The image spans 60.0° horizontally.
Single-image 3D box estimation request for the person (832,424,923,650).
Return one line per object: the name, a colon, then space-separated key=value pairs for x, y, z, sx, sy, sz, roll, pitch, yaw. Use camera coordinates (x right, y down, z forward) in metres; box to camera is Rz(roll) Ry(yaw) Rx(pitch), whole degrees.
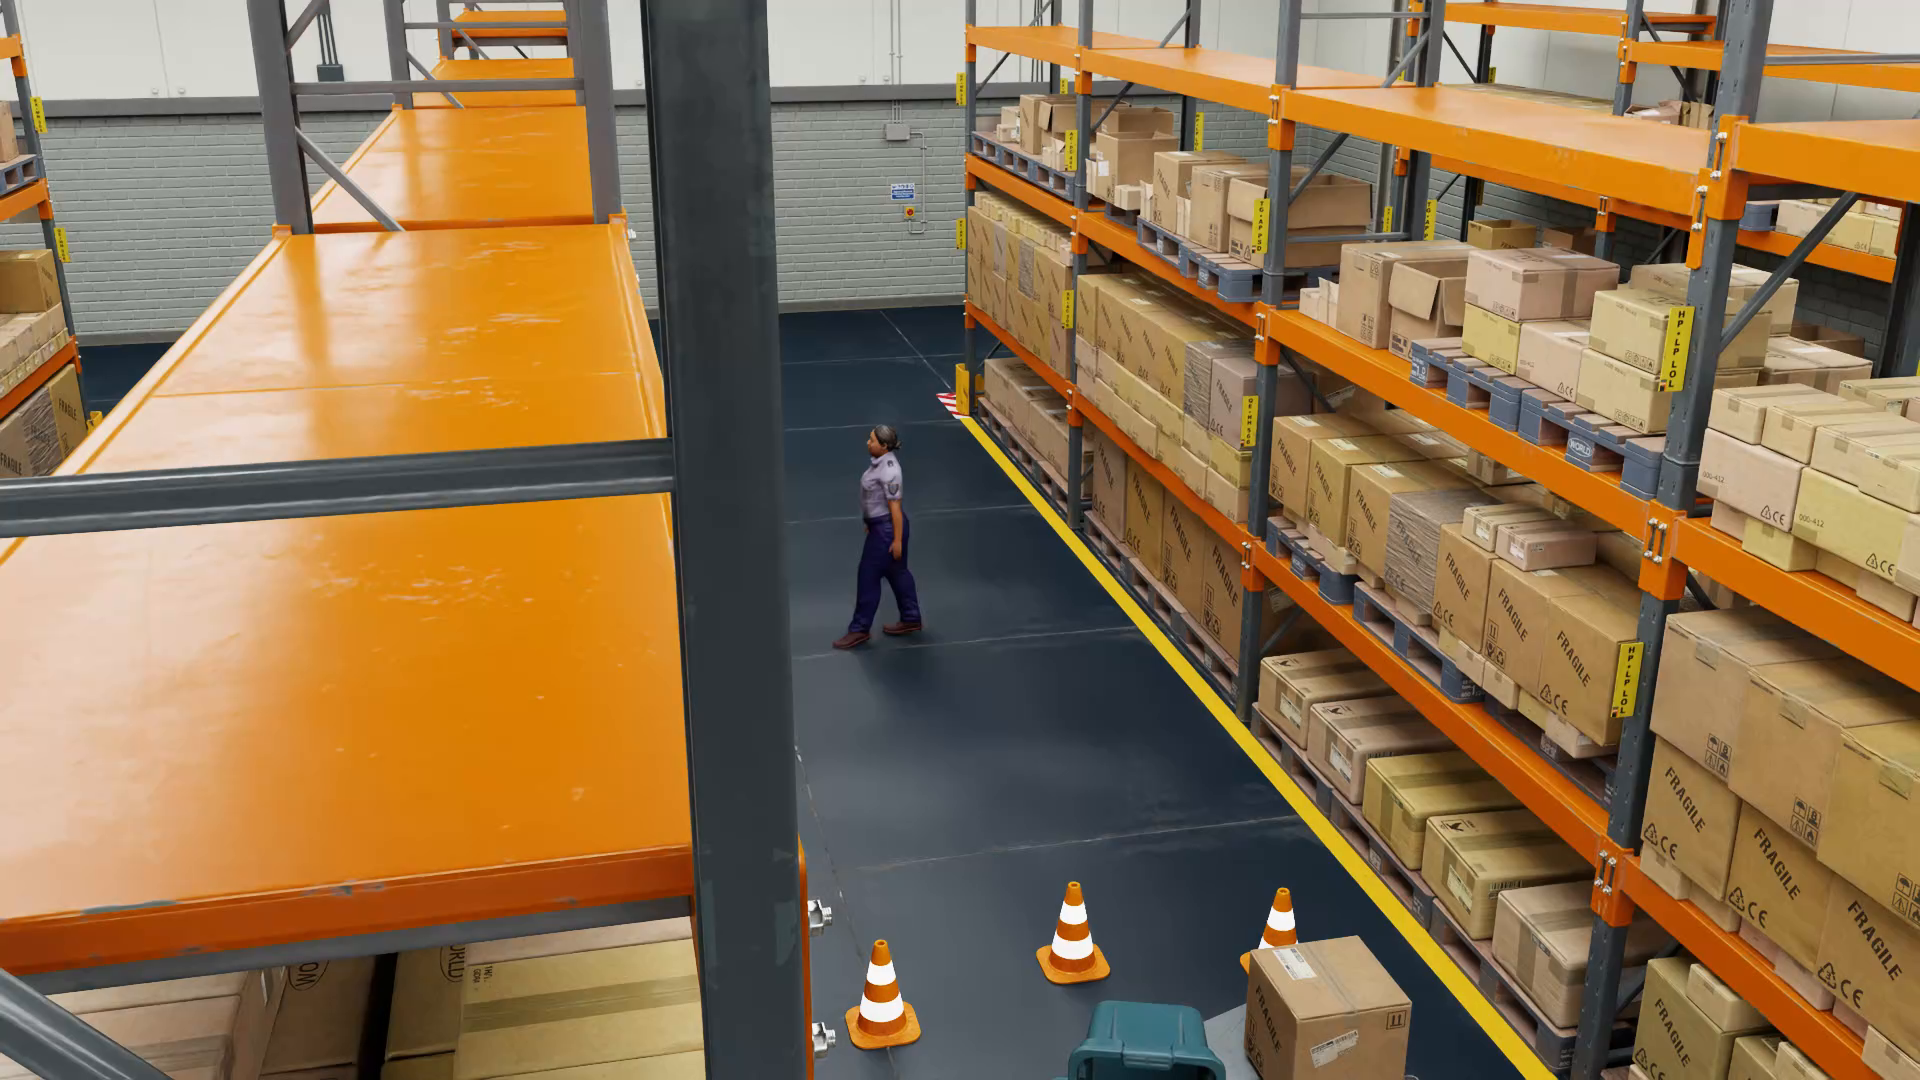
person: x=-0.620 y=-0.053 z=12.239 sx=0.683 sy=1.656 sz=0.493 roll=-1 pitch=20 yaw=-3
